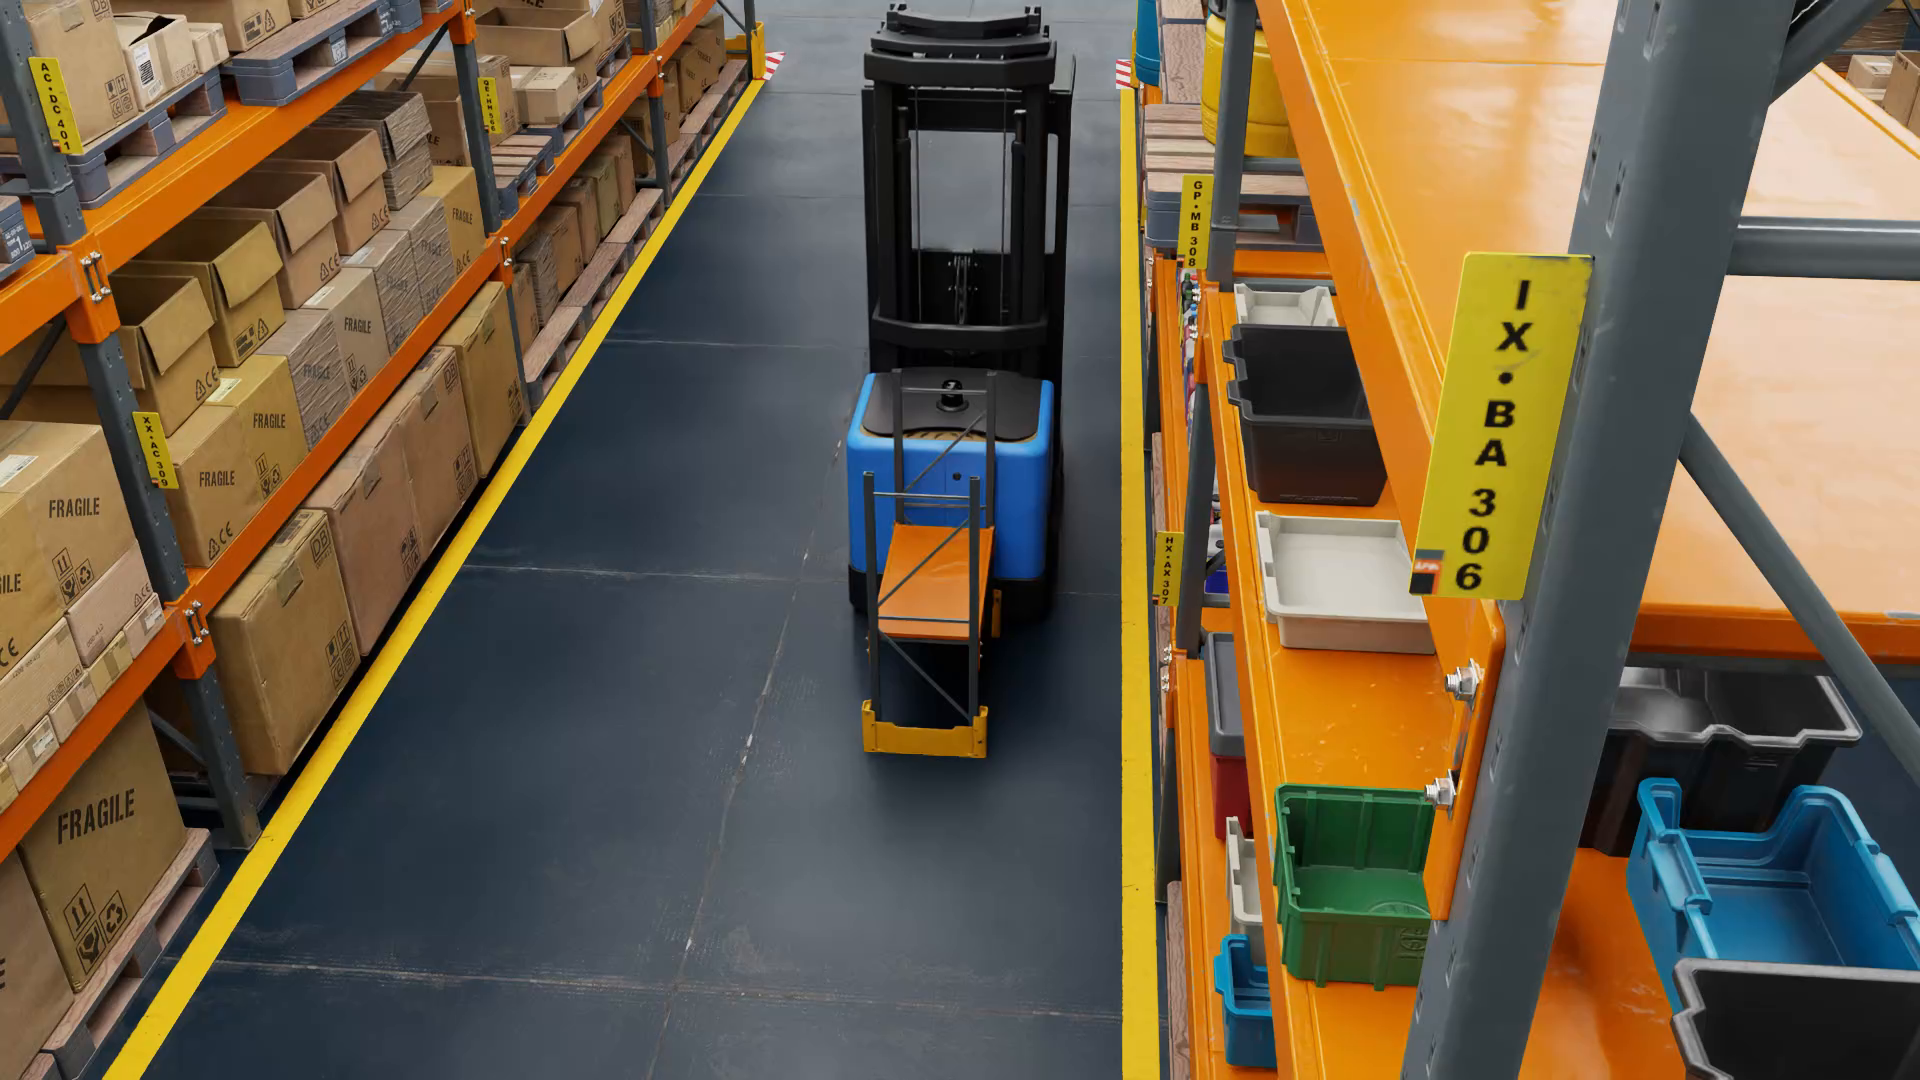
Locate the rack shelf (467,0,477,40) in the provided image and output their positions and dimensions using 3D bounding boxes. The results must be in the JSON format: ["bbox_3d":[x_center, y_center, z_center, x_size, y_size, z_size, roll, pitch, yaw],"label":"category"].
[{"bbox_3d":[-3.121,-4.068,11.098,1.077,0.370,4.000,2,32,4],"label":"rack shelf"}]

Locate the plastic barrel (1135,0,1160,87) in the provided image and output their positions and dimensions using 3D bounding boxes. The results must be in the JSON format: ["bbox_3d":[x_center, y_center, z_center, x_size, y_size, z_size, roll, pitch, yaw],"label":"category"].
[{"bbox_3d":[1.645,-3.955,12.612,0.600,0.901,0.708,2,32,4],"label":"plastic barrel"}]

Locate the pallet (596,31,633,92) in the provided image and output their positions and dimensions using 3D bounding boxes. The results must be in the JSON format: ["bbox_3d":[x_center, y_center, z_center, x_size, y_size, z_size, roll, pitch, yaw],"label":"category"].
[{"bbox_3d":[-3.166,-3.668,12.805,1.003,0.211,1.213,2,32,4],"label":"pallet"}]

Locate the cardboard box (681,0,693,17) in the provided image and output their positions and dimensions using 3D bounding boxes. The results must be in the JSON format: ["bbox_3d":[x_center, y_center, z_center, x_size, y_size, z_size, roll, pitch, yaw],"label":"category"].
[{"bbox_3d":[-2.543,-4.657,14.468,0.380,0.149,0.250,2,32,4],"label":"cardboard box"}]

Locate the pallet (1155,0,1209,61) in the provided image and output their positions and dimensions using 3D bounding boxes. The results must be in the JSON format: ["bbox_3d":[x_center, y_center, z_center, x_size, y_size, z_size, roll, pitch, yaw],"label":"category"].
[{"bbox_3d":[1.493,-2.640,8.276,1.003,0.211,1.213,2,32,4],"label":"pallet"}]

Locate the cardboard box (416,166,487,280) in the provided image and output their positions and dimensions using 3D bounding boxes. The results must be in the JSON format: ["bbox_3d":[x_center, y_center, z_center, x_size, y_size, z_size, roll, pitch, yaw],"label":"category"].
[{"bbox_3d":[-3.077,-1.825,9.537,0.500,0.500,0.500,3,32,5],"label":"cardboard box"}]

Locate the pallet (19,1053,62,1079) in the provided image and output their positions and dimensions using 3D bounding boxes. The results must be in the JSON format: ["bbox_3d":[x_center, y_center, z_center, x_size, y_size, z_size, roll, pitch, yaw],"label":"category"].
[{"bbox_3d":[-3.846,2.262,5.659,1.003,0.211,1.213,2,32,4],"label":"pallet"}]

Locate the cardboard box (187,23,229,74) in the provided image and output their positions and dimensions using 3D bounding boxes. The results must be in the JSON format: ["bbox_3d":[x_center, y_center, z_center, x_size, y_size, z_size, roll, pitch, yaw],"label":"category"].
[{"bbox_3d":[-3.339,-2.080,7.027,0.380,0.149,0.250,1,32,2],"label":"cardboard box"}]

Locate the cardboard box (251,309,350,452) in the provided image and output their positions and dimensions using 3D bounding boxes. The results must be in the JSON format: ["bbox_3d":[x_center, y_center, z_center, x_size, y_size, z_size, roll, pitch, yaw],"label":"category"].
[{"bbox_3d":[-3.242,-0.756,7.803,0.500,0.500,0.500,2,32,3],"label":"cardboard box"}]

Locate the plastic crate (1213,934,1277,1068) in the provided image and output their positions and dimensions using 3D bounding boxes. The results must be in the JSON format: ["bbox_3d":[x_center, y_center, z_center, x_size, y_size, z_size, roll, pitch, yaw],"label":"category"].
[{"bbox_3d":[0.913,1.305,4.657,0.416,0.233,0.300,2,32,4],"label":"plastic crate"}]

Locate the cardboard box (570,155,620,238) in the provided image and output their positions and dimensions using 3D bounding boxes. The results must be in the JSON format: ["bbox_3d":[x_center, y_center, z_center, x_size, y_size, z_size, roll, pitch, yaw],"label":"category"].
[{"bbox_3d":[-3.087,-2.697,13.011,0.700,0.500,0.500,2,32,4],"label":"cardboard box"}]

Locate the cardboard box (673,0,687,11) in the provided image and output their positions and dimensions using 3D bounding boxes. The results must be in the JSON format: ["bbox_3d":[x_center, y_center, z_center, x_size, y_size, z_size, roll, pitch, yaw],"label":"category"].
[{"bbox_3d":[-2.784,-4.804,14.088,0.875,0.500,0.500,2,32,4],"label":"cardboard box"}]

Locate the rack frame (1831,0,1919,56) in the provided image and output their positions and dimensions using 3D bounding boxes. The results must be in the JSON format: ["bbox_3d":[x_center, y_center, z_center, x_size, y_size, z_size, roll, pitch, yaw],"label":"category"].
[{"bbox_3d":[6.915,-3.718,12.704,1.000,3.000,0.127,2,32,4],"label":"rack frame"}]

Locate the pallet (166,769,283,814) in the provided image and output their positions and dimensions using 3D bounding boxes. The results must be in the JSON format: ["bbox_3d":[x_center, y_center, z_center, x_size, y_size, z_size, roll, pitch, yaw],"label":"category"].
[{"bbox_3d":[-3.622,0.821,7.997,1.003,0.211,1.213,2,32,4],"label":"pallet"}]

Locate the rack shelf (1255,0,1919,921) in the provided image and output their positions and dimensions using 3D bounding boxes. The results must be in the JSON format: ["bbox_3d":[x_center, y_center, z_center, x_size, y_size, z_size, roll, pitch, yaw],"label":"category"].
[{"bbox_3d":[1.164,-0.780,3.285,1.077,0.370,4.000,2,32,4],"label":"rack shelf"}]

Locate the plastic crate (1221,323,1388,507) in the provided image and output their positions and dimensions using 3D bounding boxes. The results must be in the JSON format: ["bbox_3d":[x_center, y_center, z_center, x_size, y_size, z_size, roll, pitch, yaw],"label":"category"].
[{"bbox_3d":[0.952,-0.331,4.474,0.497,0.269,0.590,2,32,4],"label":"plastic crate"}]

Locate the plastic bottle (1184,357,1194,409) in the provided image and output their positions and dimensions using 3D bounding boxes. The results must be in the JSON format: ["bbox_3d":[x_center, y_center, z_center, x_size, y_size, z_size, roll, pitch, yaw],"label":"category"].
[{"bbox_3d":[1.165,-0.797,8.012,0.144,0.351,0.185,2,32,4],"label":"plastic bottle"}]

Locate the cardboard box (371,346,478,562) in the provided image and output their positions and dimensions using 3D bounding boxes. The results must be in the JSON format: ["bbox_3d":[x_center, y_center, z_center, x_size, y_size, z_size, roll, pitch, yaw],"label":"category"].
[{"bbox_3d":[-3.441,-0.500,9.107,1.225,0.875,0.875,3,32,4],"label":"cardboard box"}]

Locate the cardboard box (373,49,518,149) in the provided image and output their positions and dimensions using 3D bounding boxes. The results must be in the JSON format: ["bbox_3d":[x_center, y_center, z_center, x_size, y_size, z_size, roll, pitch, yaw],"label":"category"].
[{"bbox_3d":[-3.334,-2.853,10.805,0.700,0.500,0.500,7,32,11],"label":"cardboard box"}]

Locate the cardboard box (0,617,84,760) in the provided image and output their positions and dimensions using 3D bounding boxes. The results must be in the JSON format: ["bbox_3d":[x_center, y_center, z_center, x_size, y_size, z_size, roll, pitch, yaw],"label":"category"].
[{"bbox_3d":[-3.424,0.491,5.735,0.500,0.250,0.500,3,32,5],"label":"cardboard box"}]

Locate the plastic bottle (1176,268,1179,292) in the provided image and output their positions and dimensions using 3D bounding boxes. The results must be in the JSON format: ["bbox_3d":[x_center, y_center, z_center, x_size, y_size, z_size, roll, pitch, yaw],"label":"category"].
[{"bbox_3d":[1.258,-1.513,9.249,0.097,0.271,0.097,0,32,0],"label":"plastic bottle"}]

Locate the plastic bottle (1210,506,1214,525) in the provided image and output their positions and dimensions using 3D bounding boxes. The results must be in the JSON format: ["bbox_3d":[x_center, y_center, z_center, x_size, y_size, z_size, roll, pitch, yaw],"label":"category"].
[{"bbox_3d":[1.010,-0.041,6.849,0.061,0.283,0.133,2,32,4],"label":"plastic bottle"}]

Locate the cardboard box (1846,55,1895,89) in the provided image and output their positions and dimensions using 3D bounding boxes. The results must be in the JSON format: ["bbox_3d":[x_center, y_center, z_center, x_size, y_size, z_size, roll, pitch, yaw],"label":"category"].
[{"bbox_3d":[6.918,-3.394,12.322,0.500,0.250,0.500,4,32,7],"label":"cardboard box"}]

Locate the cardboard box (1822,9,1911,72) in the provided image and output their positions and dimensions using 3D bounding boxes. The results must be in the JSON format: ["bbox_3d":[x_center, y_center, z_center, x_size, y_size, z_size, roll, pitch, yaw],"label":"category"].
[{"bbox_3d":[6.945,-3.992,13.054,0.700,0.500,0.500,2,32,3],"label":"cardboard box"}]

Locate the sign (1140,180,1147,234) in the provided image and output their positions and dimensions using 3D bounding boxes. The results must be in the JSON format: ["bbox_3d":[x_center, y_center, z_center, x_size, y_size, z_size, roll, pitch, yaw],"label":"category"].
[{"bbox_3d":[1.104,-1.929,9.645,0.100,0.325,0.005,2,32,4],"label":"sign"}]

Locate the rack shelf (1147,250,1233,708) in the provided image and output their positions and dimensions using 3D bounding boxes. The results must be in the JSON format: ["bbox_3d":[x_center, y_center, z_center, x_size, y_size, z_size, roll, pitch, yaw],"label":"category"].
[{"bbox_3d":[1.490,-0.487,8.148,1.077,0.370,4.000,2,32,4],"label":"rack shelf"}]

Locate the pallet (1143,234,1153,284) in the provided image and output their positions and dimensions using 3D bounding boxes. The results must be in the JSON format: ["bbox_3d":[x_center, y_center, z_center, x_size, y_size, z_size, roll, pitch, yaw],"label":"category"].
[{"bbox_3d":[1.953,-2.332,13.113,1.003,0.211,1.213,2,32,4],"label":"pallet"}]

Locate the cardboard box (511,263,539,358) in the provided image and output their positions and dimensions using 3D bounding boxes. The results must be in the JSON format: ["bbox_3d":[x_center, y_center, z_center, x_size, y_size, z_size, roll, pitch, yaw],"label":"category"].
[{"bbox_3d":[-3.249,-1.525,11.110,0.700,0.500,0.500,1,32,1],"label":"cardboard box"}]

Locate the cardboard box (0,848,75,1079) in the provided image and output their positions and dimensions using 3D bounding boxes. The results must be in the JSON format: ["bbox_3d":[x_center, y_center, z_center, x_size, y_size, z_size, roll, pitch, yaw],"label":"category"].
[{"bbox_3d":[-3.816,1.579,5.735,0.875,0.875,0.875,2,32,4],"label":"cardboard box"}]

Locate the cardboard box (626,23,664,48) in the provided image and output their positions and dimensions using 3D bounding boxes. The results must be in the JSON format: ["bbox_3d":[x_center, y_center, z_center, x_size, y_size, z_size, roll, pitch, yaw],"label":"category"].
[{"bbox_3d":[-2.641,-4.135,13.621,0.380,0.149,0.250,2,32,4],"label":"cardboard box"}]

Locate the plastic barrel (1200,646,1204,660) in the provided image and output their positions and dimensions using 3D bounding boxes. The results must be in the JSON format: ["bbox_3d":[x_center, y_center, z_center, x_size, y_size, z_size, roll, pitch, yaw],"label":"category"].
[{"bbox_3d":[1.446,0.313,7.764,0.600,0.901,0.708,2,32,4],"label":"plastic barrel"}]

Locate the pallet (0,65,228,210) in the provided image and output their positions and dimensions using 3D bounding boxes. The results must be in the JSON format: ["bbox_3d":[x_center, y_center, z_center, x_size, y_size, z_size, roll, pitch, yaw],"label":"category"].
[{"bbox_3d":[-3.584,-1.636,6.650,0.805,0.209,1.217,1,32,2],"label":"pallet"}]

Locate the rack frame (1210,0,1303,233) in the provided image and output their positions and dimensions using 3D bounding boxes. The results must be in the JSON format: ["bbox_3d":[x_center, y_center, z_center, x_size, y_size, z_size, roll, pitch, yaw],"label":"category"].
[{"bbox_3d":[1.327,-2.302,4.688,1.000,3.000,0.127,2,32,4],"label":"rack frame"}]

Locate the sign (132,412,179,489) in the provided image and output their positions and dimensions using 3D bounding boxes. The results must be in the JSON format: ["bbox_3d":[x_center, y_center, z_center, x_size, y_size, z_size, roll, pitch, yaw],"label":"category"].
[{"bbox_3d":[-3.056,-0.339,6.320,0.100,0.325,0.005,2,32,4],"label":"sign"}]

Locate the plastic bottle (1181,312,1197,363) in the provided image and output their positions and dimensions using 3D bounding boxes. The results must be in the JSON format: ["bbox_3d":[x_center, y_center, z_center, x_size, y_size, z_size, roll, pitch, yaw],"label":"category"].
[{"bbox_3d":[1.183,-1.030,8.464,0.097,0.271,0.097,0,32,0],"label":"plastic bottle"}]

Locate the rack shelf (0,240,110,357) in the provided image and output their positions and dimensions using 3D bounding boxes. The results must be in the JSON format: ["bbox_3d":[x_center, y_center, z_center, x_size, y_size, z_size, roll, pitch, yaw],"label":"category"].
[{"bbox_3d":[-3.772,0.116,4.310,1.077,0.370,4.000,2,32,4],"label":"rack shelf"}]

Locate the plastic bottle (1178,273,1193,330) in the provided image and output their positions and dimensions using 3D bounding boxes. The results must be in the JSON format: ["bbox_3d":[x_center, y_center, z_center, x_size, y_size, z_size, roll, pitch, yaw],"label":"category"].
[{"bbox_3d":[1.201,-1.267,8.839,0.061,0.283,0.133,2,32,4],"label":"plastic bottle"}]

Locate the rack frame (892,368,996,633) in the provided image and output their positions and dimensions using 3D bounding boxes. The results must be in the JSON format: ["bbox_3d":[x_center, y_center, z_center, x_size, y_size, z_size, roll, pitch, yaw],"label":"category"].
[{"bbox_3d":[-0.078,-0.169,8.375,0.500,1.500,0.032,3,32,4],"label":"rack frame"}]

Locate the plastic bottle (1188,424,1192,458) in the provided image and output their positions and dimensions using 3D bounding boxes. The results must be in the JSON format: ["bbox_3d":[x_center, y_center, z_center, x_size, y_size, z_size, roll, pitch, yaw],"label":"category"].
[{"bbox_3d":[1.101,-0.470,7.623,0.097,0.201,0.097,0,32,0],"label":"plastic bottle"}]

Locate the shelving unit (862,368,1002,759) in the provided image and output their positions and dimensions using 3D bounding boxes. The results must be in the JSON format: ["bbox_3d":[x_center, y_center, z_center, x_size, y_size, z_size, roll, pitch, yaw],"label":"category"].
[{"bbox_3d":[-0.122,0.101,7.936,0.587,1.500,1.083,3,32,4],"label":"shelving unit"}]

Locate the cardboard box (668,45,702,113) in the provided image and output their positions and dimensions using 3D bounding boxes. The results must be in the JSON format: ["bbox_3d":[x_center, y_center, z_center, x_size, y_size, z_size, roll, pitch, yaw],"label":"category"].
[{"bbox_3d":[-2.785,-4.382,15.765,0.500,0.500,0.500,5,32,9],"label":"cardboard box"}]

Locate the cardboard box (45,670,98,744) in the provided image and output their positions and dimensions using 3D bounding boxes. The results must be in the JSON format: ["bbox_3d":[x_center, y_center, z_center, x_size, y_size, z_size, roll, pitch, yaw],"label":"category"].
[{"bbox_3d":[-3.350,0.590,5.954,0.380,0.149,0.250,2,32,3],"label":"cardboard box"}]

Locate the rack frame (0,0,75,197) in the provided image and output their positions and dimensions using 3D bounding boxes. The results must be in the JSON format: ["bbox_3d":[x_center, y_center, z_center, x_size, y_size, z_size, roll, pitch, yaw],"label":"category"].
[{"bbox_3d":[-3.610,-2.513,5.031,1.000,3.000,0.127,2,32,4],"label":"rack frame"}]

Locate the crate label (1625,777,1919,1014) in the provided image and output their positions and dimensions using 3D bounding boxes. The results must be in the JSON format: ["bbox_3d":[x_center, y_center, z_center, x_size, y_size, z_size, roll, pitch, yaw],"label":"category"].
[{"bbox_3d":[1.398,0.661,2.881,0.408,0.251,0.502,2,32,4],"label":"crate label"}]

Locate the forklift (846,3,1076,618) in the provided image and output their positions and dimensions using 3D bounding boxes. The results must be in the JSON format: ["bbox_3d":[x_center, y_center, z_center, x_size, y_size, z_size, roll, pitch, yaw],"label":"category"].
[{"bbox_3d":[0.056,-1.586,9.310,1.130,2.935,3.031,3,32,4],"label":"forklift"}]

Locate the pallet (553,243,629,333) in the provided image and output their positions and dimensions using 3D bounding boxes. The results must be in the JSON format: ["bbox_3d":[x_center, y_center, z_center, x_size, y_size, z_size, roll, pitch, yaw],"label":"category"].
[{"bbox_3d":[-3.117,-1.909,12.426,1.003,0.211,1.213,2,32,4],"label":"pallet"}]

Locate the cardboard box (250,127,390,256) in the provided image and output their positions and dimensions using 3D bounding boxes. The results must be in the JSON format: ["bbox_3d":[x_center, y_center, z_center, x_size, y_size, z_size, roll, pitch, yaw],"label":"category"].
[{"bbox_3d":[-3.415,-1.798,8.538,0.797,0.503,0.637,3,32,5],"label":"cardboard box"}]
